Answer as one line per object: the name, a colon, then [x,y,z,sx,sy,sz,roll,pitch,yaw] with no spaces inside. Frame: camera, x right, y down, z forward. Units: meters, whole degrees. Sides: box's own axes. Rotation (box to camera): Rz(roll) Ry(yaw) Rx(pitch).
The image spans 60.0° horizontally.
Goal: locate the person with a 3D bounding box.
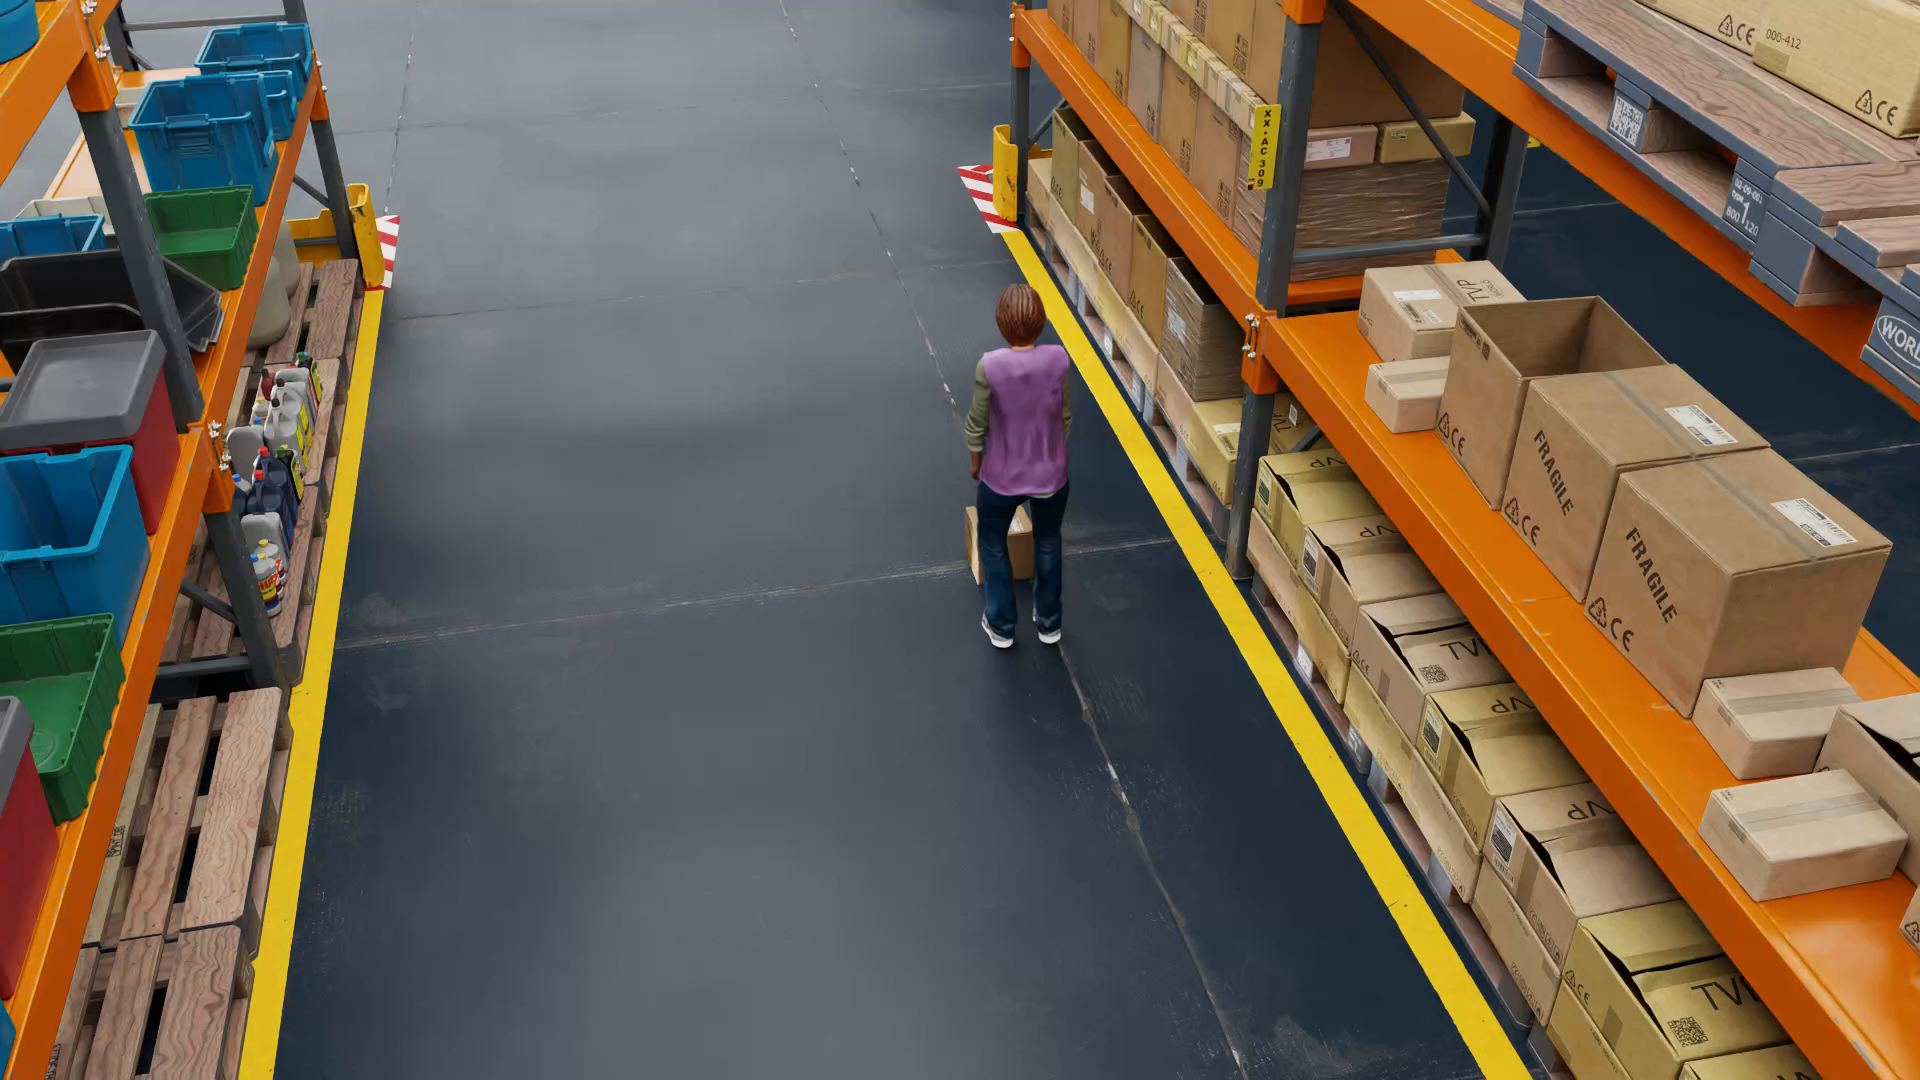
person: [0.227,-0.243,6.566,0.430,1.533,0.400,-5,35,-6]
